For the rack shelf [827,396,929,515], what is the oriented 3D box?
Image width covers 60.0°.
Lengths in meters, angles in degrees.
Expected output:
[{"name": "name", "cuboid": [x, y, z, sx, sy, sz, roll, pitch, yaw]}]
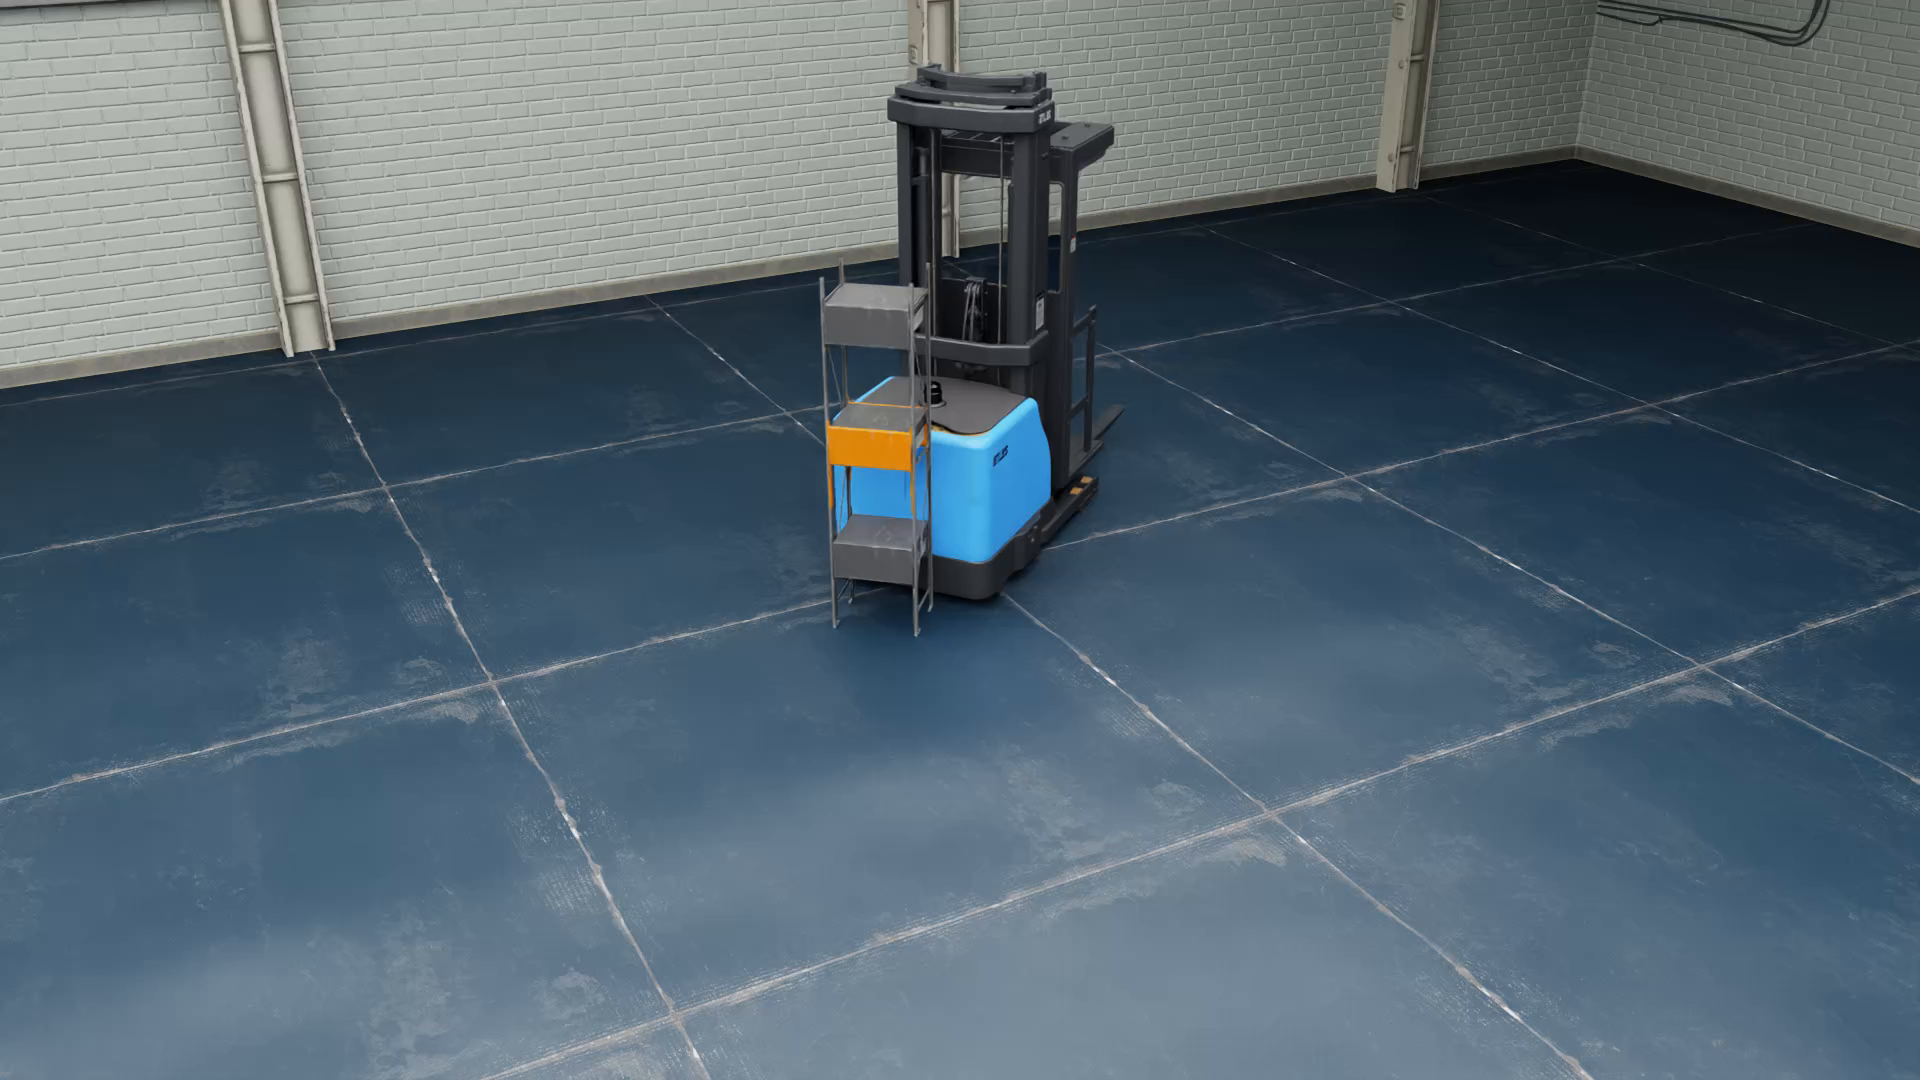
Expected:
[{"name": "rack shelf", "cuboid": [-0.451, -0.481, 9.355, 0.480, 0.518, 0.431, 5, 26, 11]}]

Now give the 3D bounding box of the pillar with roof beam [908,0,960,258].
[{"name": "pillar with roof beam", "cuboid": [1.778, -5.267, 11.323, 0.400, 9.000, 9.100, -13, 29, -25]}]

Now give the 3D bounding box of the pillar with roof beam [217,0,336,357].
[{"name": "pillar with roof beam", "cuboid": [-3.516, -4.045, 8.778, 0.400, 9.000, 9.100, -13, 29, -25]}]

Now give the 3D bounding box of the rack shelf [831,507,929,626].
[{"name": "rack shelf", "cuboid": [-0.450, 0.151, 9.655, 0.480, 0.518, 0.431, 5, 26, 11]}]

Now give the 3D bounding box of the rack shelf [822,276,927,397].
[{"name": "rack shelf", "cuboid": [-0.453, -1.113, 9.054, 0.480, 0.518, 0.431, 5, 26, 11]}]

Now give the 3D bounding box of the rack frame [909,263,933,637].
[{"name": "rack frame", "cuboid": [-0.213, -0.471, 9.301, 0.015, 2.100, 0.400, 5, 26, 11]}]

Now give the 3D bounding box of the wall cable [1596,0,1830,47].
[{"name": "wall cable", "cuboid": [8.268, -6.828, 18.163, 0.112, 2.526, 3.097, -13, 29, -25]}]

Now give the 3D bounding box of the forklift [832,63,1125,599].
[{"name": "forklift", "cuboid": [0.296, -1.579, 10.652, 1.130, 2.935, 3.031, 11, 28, 22]}]

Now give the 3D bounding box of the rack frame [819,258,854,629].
[{"name": "rack frame", "cuboid": [-0.689, -0.516, 9.397, 0.015, 2.100, 0.400, 5, 26, 11]}]

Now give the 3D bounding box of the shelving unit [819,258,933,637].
[{"name": "shelving unit", "cuboid": [-0.451, -0.493, 9.349, 0.503, 2.100, 0.431, 5, 26, 11]}]

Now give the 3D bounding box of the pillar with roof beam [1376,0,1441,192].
[{"name": "pillar with roof beam", "cuboid": [7.072, -6.489, 13.868, 0.400, 9.000, 9.100, -13, 29, -25]}]
